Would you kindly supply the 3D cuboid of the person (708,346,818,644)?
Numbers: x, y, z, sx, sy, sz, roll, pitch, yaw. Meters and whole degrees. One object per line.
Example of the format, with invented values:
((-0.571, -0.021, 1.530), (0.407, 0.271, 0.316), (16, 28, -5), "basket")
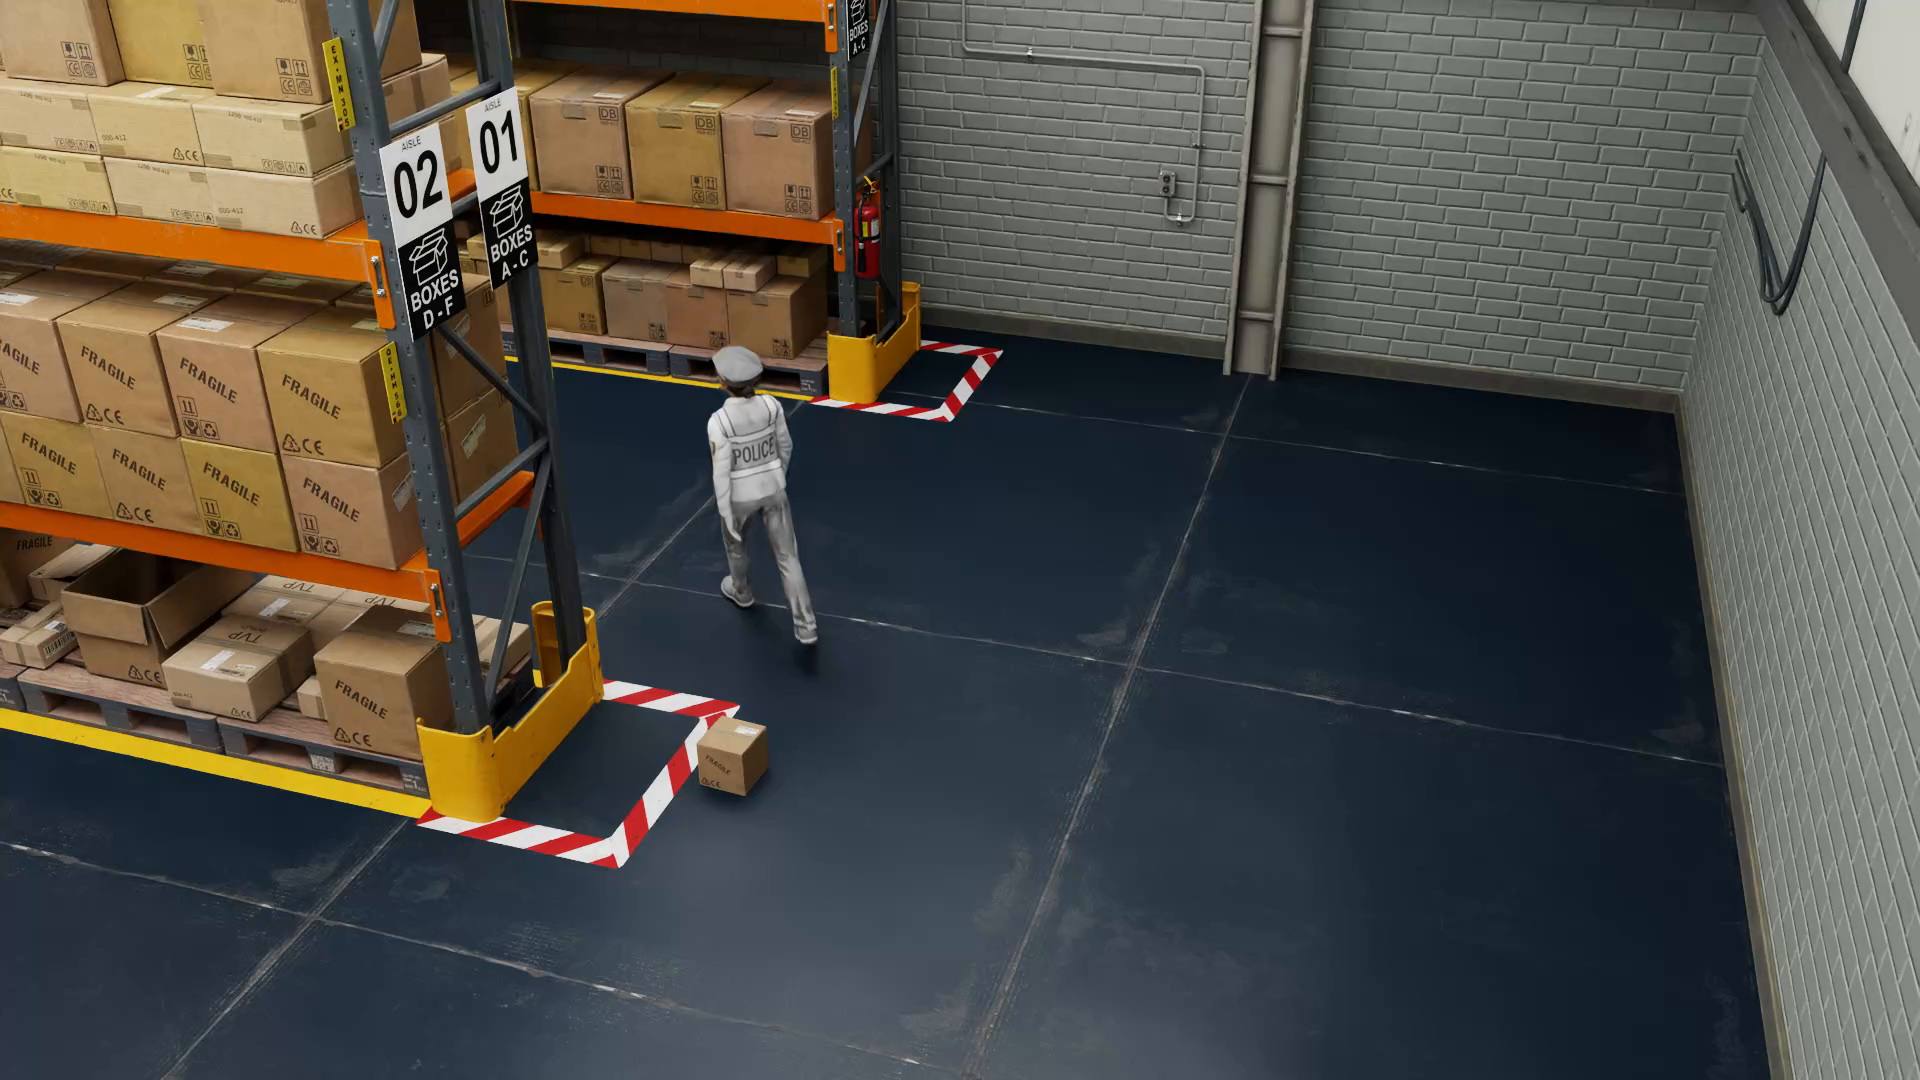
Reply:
((-1.087, -0.243, 8.906), (0.498, 1.642, 0.989), (-13, 32, -22), "person")
